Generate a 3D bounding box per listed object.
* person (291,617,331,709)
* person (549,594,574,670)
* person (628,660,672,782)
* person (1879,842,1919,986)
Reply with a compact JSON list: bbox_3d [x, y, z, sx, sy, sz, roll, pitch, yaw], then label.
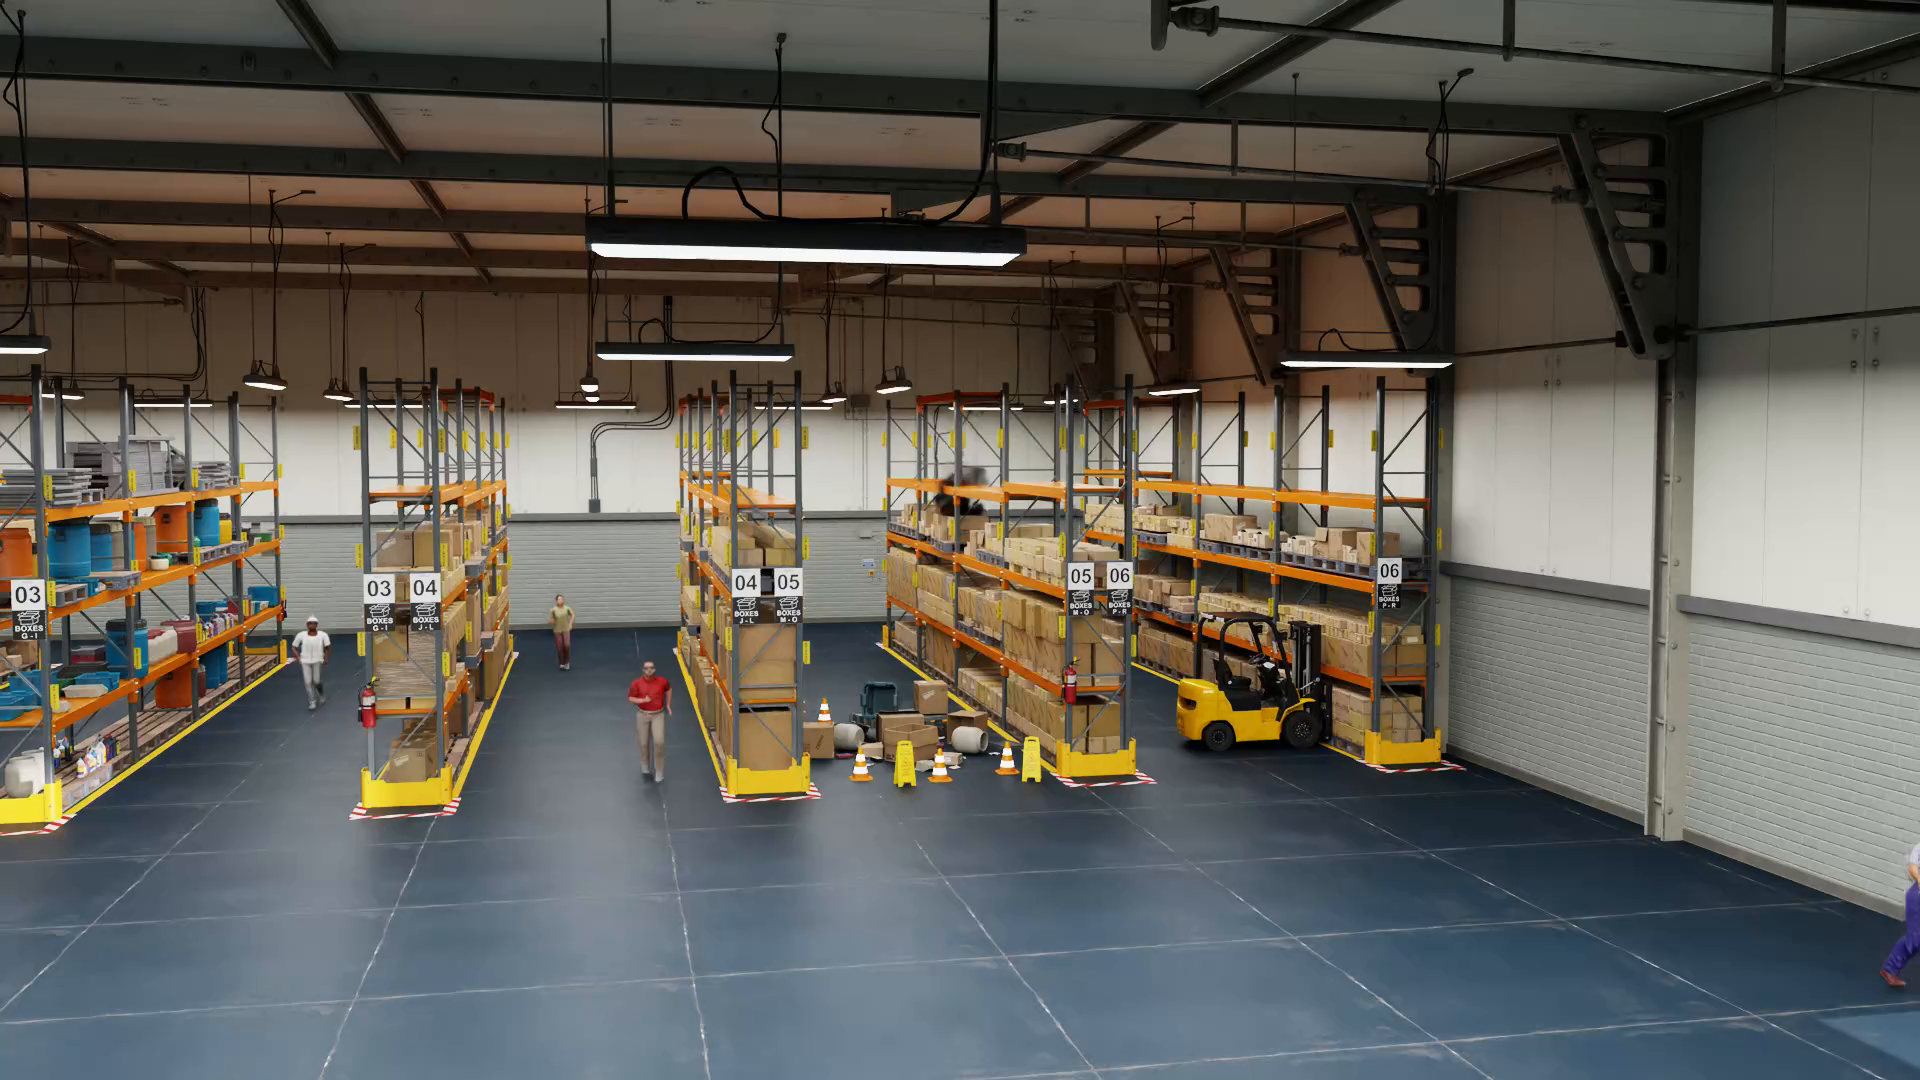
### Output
[{"bbox_3d":[-12.150,2.299,31.133,0.691,1.705,0.570,-1,4,-20],"label":"person"},{"bbox_3d":[-8.689,2.016,36.280,0.554,1.664,0.651,-1,3,-13],"label":"person"},{"bbox_3d":[-4.587,2.684,24.643,0.636,1.802,0.786,-1,3,-11],"label":"person"},{"bbox_3d":[8.860,3.309,15.124,0.681,1.656,0.671,-1,4,-23],"label":"person"}]
